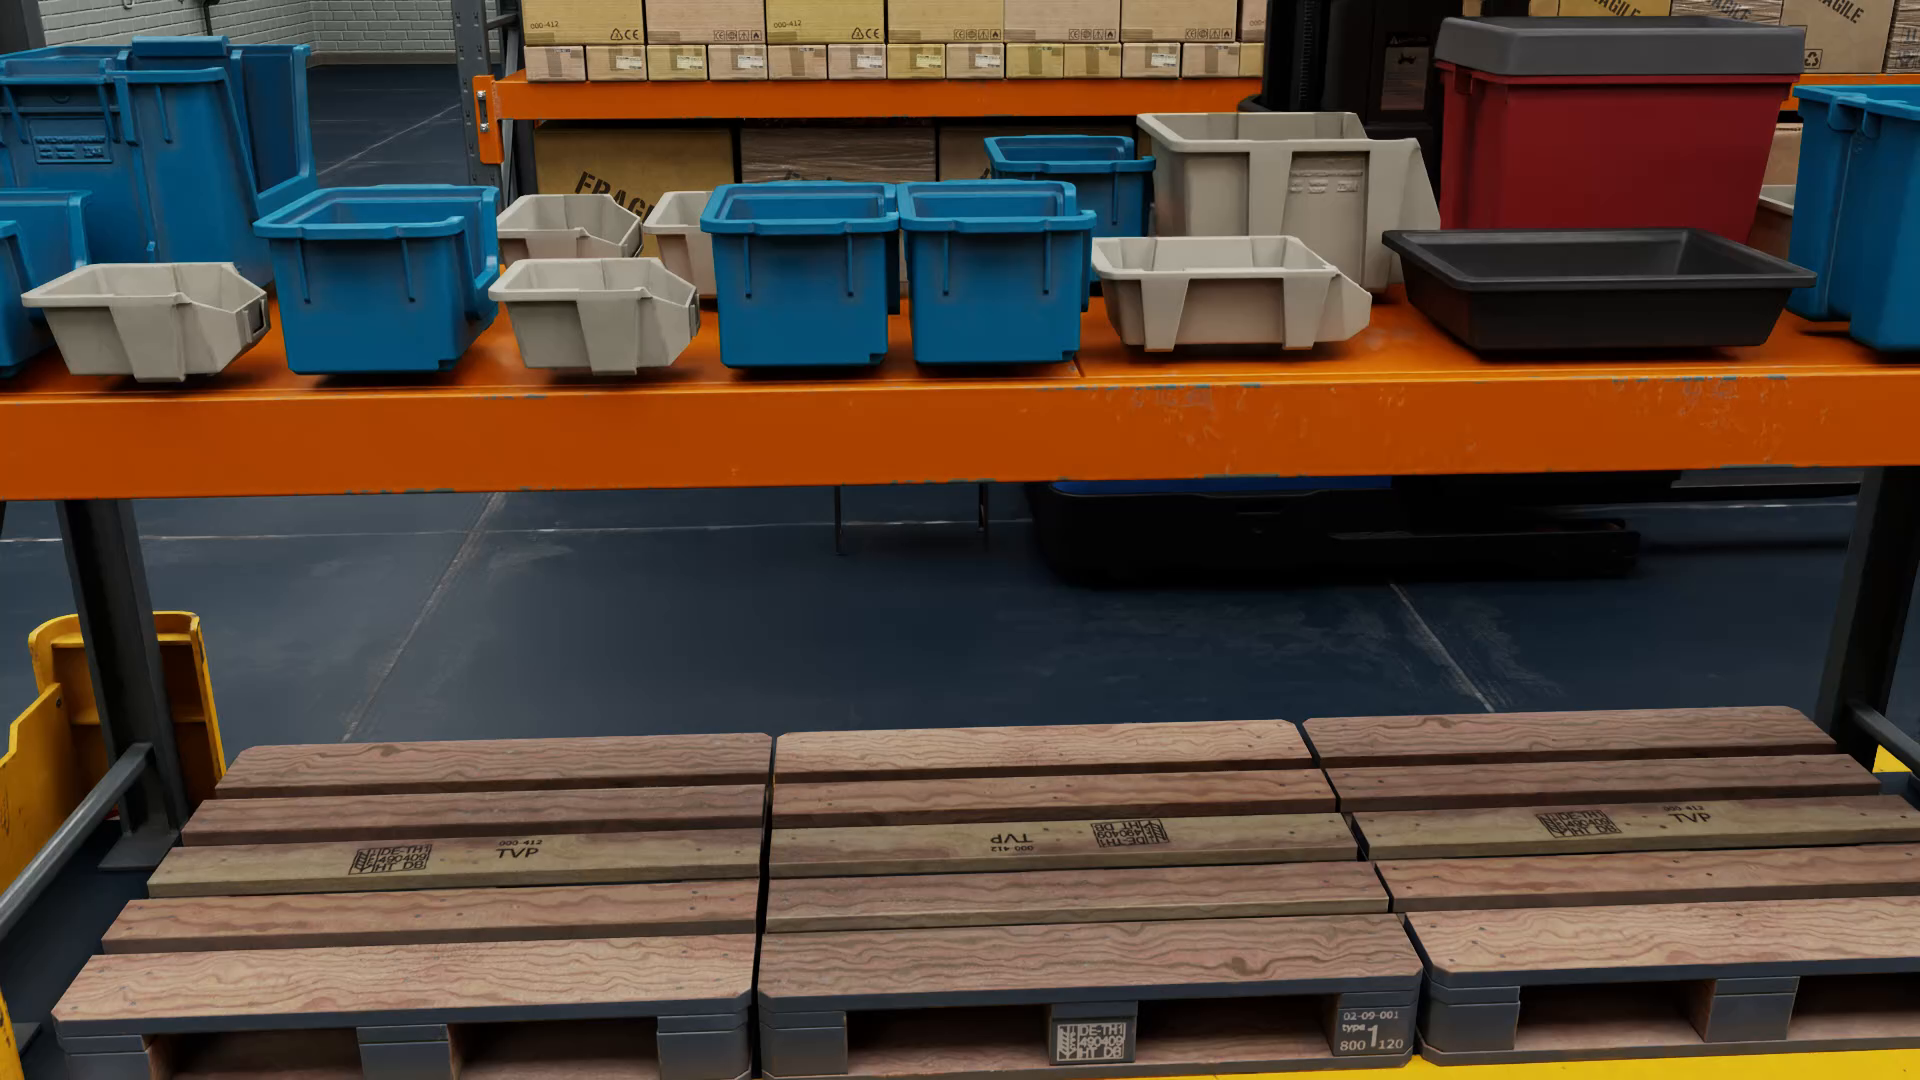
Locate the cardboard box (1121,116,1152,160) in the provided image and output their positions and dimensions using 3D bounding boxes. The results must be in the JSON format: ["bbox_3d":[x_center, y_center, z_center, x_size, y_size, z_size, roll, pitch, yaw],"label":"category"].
[{"bbox_3d":[1.218,-1.626,8.072,0.875,0.875,0.875,-1,21,-3],"label":"cardboard box"}]

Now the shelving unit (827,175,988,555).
[{"bbox_3d":[-0.165,-0.557,5.399,0.503,1.200,0.258,-1,21,-3],"label":"shelving unit"}]

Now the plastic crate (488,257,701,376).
[{"bbox_3d":[-0.562,-0.351,2.613,0.298,0.136,0.250,-1,21,-3],"label":"plastic crate"}]

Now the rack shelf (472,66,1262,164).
[{"bbox_3d":[-0.116,-2.031,7.751,4.000,0.370,1.077,-1,21,-3],"label":"rack shelf"}]

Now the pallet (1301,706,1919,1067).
[{"bbox_3d":[1.432,0.684,3.529,1.213,0.211,1.003,-1,21,-3],"label":"pallet"}]

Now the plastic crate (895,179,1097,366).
[{"bbox_3d":[0.050,-0.438,2.706,0.300,0.233,0.416,-1,21,-3],"label":"plastic crate"}]

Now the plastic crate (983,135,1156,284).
[{"bbox_3d":[0.206,-0.650,3.263,0.300,0.233,0.416,-1,21,-3],"label":"plastic crate"}]

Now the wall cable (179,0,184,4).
[{"bbox_3d":[-8.399,-6.702,17.582,0.122,1.984,0.588,-1,21,-3],"label":"wall cable"}]

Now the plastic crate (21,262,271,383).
[{"bbox_3d":[-1.239,-0.337,2.577,0.298,0.136,0.250,-1,21,-3],"label":"plastic crate"}]

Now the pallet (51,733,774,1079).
[{"bbox_3d":[-1.004,0.733,3.399,1.213,0.211,1.003,-1,21,-3],"label":"pallet"}]

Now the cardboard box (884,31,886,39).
[{"bbox_3d":[-0.249,-2.364,7.968,0.250,0.149,0.380,-1,21,-2],"label":"cardboard box"}]

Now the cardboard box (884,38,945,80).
[{"bbox_3d":[-0.204,-2.131,7.355,0.250,0.149,0.380,-2,21,-4],"label":"cardboard box"}]

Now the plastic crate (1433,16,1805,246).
[{"bbox_3d":[1.258,-0.777,3.272,0.583,0.464,0.402,-1,21,-3],"label":"plastic crate"}]

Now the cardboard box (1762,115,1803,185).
[{"bbox_3d":[3.411,-1.650,8.134,0.875,0.875,1.225,-2,21,-5],"label":"cardboard box"}]

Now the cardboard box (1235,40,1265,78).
[{"bbox_3d":[1.338,-2.162,7.438,0.250,0.149,0.380,-1,21,-2],"label":"cardboard box"}]

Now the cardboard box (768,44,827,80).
[{"bbox_3d":[-0.713,-2.121,7.328,0.250,0.149,0.380,-2,21,-4],"label":"cardboard box"}]

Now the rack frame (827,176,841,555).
[{"bbox_3d":[-0.409,-0.552,5.386,0.015,1.200,0.240,-1,21,-3],"label":"rack frame"}]

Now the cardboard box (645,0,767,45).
[{"bbox_3d":[-1.099,-2.322,7.297,0.500,0.250,0.500,-1,21,-4],"label":"cardboard box"}]

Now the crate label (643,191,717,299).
[{"bbox_3d":[-0.459,-0.568,3.183,0.243,0.136,0.396,-1,21,-3],"label":"crate label"}]

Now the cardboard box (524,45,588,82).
[{"bbox_3d":[-1.739,-2.099,7.272,0.250,0.149,0.380,-1,21,-2],"label":"cardboard box"}]

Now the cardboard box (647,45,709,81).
[{"bbox_3d":[-1.227,-2.110,7.301,0.250,0.149,0.380,-2,21,-4],"label":"cardboard box"}]

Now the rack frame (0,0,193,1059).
[{"bbox_3d":[-1.830,-0.567,2.895,0.127,3.000,1.000,-1,21,-3],"label":"rack frame"}]

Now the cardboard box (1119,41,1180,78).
[{"bbox_3d":[0.825,-2.152,7.411,0.250,0.149,0.380,-1,21,-2],"label":"cardboard box"}]

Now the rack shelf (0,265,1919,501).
[{"bbox_3d":[0.167,-0.271,3.129,4.000,0.370,1.077,-1,21,-3],"label":"rack shelf"}]

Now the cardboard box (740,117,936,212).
[{"bbox_3d":[-0.569,-1.590,7.977,0.875,0.875,0.875,-1,21,-3],"label":"cardboard box"}]

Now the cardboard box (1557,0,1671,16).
[{"bbox_3d":[2.857,-2.386,7.531,0.500,0.500,0.500,-1,21,-3],"label":"cardboard box"}]

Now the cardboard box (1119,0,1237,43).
[{"bbox_3d":[0.939,-2.363,7.405,0.500,0.250,0.500,-1,21,-1],"label":"cardboard box"}]

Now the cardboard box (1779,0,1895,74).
[{"bbox_3d":[3.872,-2.408,7.589,0.500,0.500,0.500,-1,21,-2],"label":"cardboard box"}]

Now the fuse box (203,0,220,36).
[{"bbox_3d":[-8.281,-5.871,18.637,0.414,1.711,0.539,-1,21,-3],"label":"fuse box"}]

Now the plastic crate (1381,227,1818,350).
[{"bbox_3d":[1.062,-0.430,2.836,0.590,0.125,0.437,-1,21,-3],"label":"plastic crate"}]

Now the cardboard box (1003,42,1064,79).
[{"bbox_3d":[0.312,-2.142,7.383,0.250,0.149,0.380,-1,21,-4],"label":"cardboard box"}]

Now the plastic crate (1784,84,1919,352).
[{"bbox_3d":[1.717,-0.538,2.757,0.575,0.384,0.392,-1,21,-3],"label":"plastic crate"}]

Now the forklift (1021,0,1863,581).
[{"bbox_3d":[1.754,-1.437,5.275,3.031,2.935,1.130,-2,21,-4],"label":"forklift"}]

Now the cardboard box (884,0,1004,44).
[{"bbox_3d":[-0.077,-2.344,7.354,0.500,0.250,0.500,-2,21,-4],"label":"cardboard box"}]
